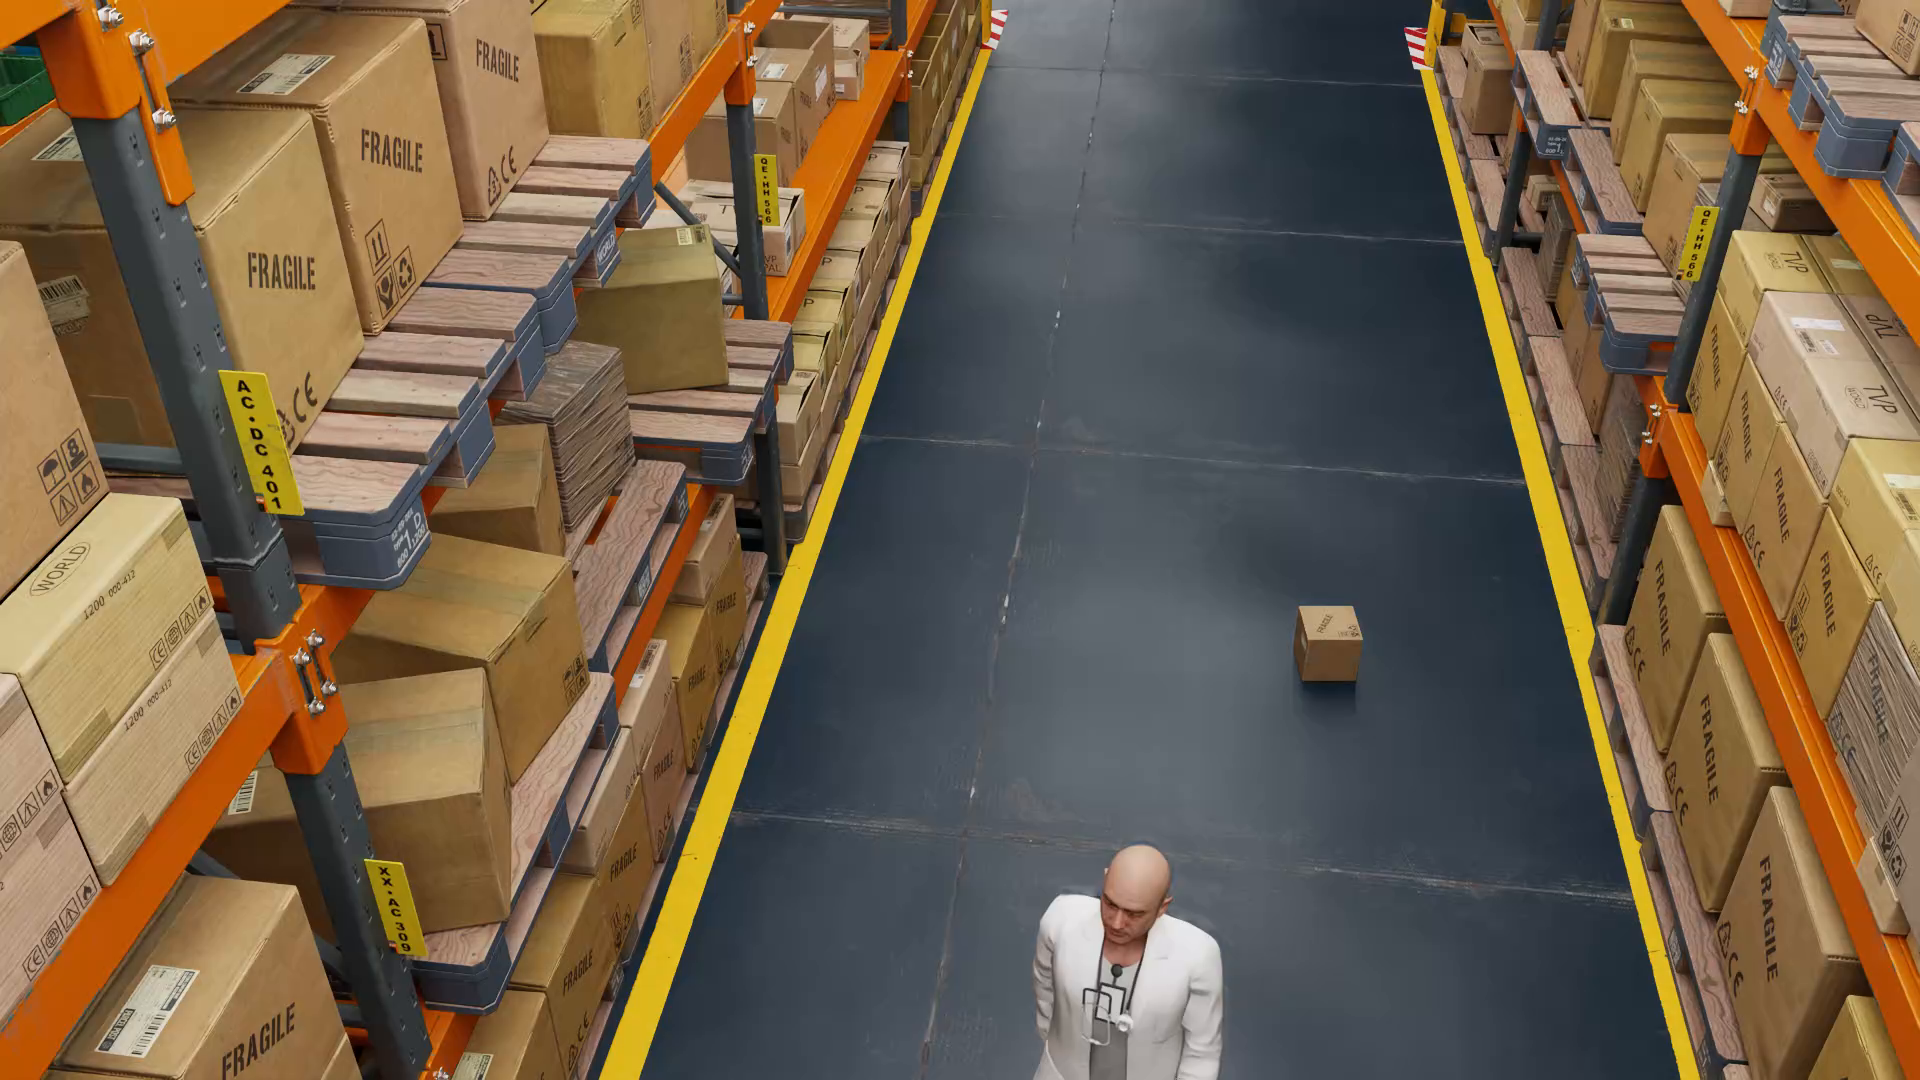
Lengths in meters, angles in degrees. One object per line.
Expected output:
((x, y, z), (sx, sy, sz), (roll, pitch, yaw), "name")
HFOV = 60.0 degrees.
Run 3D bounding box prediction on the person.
((0.432, 1.638, 4.784), (0.576, 1.811, 0.832), (10, 37, 13), "person")
